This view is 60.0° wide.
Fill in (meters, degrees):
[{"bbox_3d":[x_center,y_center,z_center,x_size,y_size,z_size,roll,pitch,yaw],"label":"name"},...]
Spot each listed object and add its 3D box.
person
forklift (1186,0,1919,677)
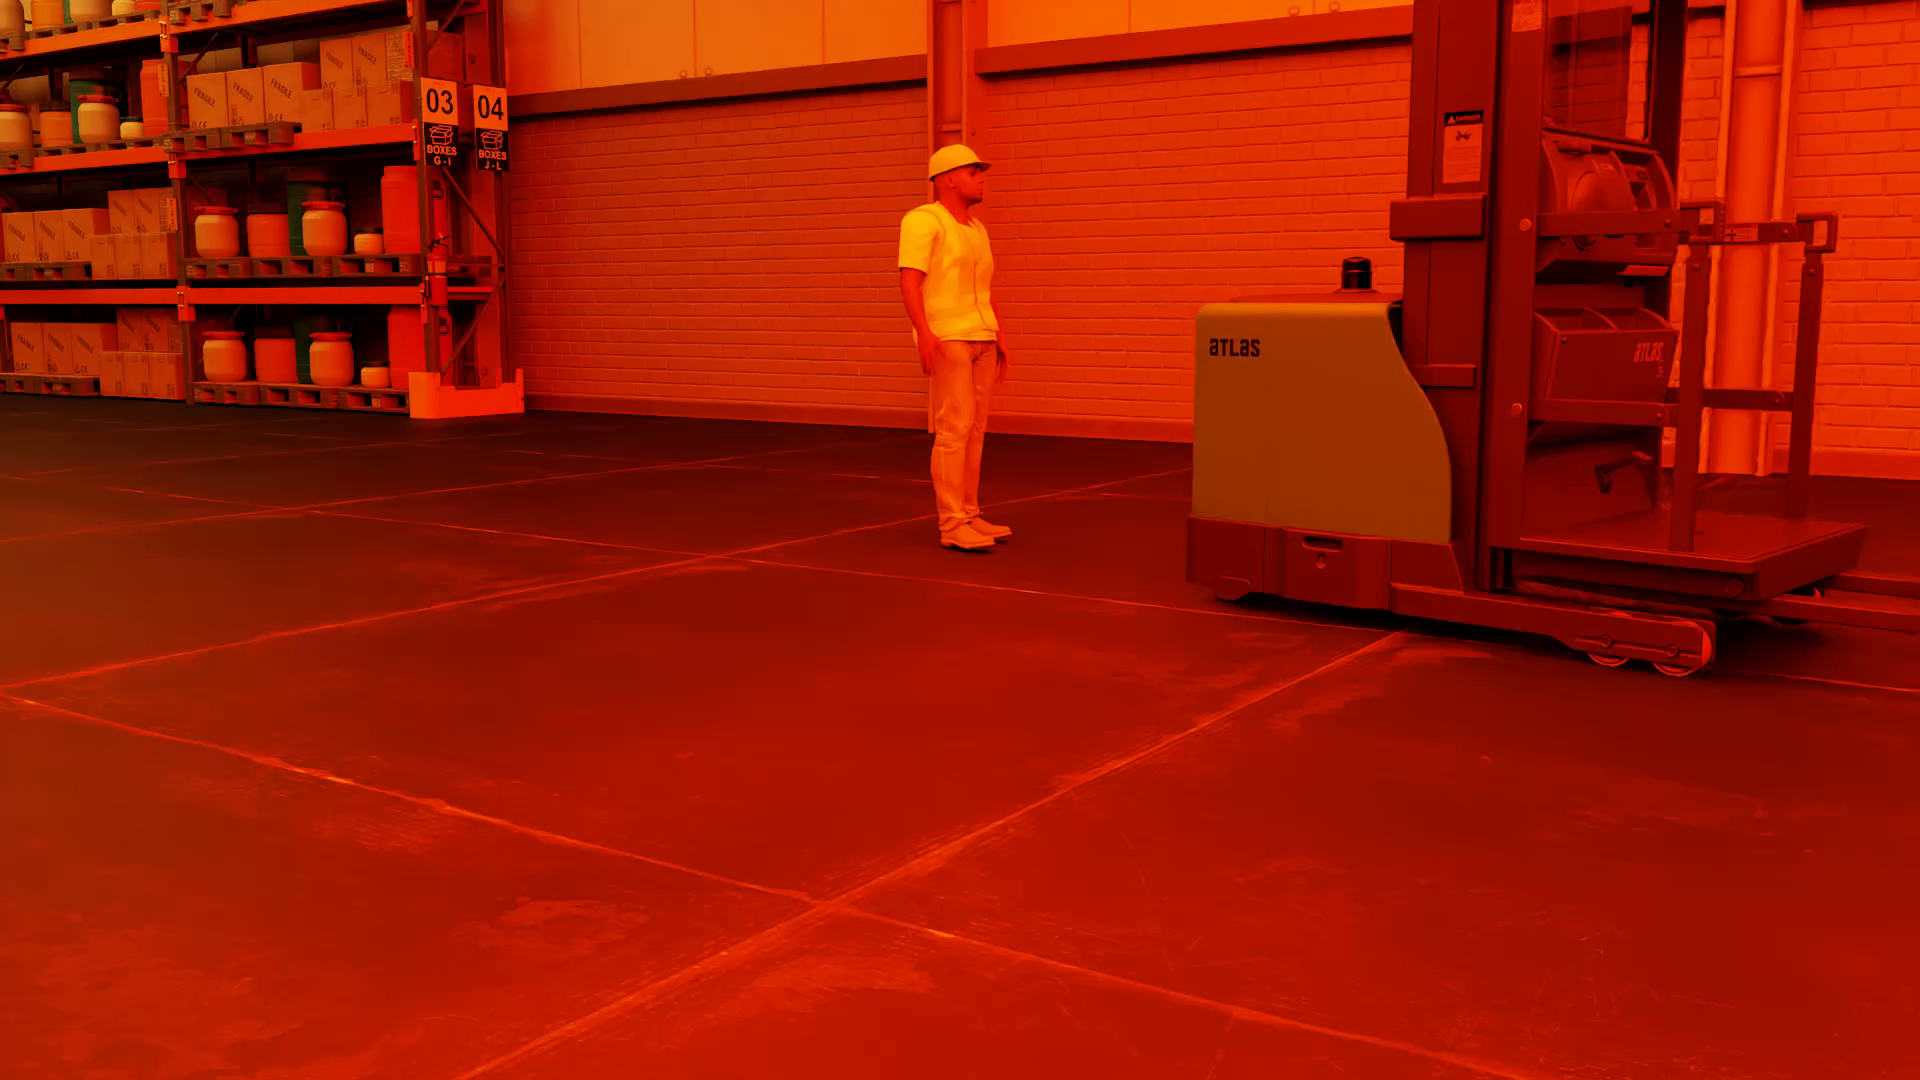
[{"bbox_3d":[0.055,-0.876,7.435,0.575,1.768,0.665,5,10,34],"label":"person"},{"bbox_3d":[2.235,-1.137,5.187,3.031,2.935,1.130,8,11,43],"label":"forklift"}]
